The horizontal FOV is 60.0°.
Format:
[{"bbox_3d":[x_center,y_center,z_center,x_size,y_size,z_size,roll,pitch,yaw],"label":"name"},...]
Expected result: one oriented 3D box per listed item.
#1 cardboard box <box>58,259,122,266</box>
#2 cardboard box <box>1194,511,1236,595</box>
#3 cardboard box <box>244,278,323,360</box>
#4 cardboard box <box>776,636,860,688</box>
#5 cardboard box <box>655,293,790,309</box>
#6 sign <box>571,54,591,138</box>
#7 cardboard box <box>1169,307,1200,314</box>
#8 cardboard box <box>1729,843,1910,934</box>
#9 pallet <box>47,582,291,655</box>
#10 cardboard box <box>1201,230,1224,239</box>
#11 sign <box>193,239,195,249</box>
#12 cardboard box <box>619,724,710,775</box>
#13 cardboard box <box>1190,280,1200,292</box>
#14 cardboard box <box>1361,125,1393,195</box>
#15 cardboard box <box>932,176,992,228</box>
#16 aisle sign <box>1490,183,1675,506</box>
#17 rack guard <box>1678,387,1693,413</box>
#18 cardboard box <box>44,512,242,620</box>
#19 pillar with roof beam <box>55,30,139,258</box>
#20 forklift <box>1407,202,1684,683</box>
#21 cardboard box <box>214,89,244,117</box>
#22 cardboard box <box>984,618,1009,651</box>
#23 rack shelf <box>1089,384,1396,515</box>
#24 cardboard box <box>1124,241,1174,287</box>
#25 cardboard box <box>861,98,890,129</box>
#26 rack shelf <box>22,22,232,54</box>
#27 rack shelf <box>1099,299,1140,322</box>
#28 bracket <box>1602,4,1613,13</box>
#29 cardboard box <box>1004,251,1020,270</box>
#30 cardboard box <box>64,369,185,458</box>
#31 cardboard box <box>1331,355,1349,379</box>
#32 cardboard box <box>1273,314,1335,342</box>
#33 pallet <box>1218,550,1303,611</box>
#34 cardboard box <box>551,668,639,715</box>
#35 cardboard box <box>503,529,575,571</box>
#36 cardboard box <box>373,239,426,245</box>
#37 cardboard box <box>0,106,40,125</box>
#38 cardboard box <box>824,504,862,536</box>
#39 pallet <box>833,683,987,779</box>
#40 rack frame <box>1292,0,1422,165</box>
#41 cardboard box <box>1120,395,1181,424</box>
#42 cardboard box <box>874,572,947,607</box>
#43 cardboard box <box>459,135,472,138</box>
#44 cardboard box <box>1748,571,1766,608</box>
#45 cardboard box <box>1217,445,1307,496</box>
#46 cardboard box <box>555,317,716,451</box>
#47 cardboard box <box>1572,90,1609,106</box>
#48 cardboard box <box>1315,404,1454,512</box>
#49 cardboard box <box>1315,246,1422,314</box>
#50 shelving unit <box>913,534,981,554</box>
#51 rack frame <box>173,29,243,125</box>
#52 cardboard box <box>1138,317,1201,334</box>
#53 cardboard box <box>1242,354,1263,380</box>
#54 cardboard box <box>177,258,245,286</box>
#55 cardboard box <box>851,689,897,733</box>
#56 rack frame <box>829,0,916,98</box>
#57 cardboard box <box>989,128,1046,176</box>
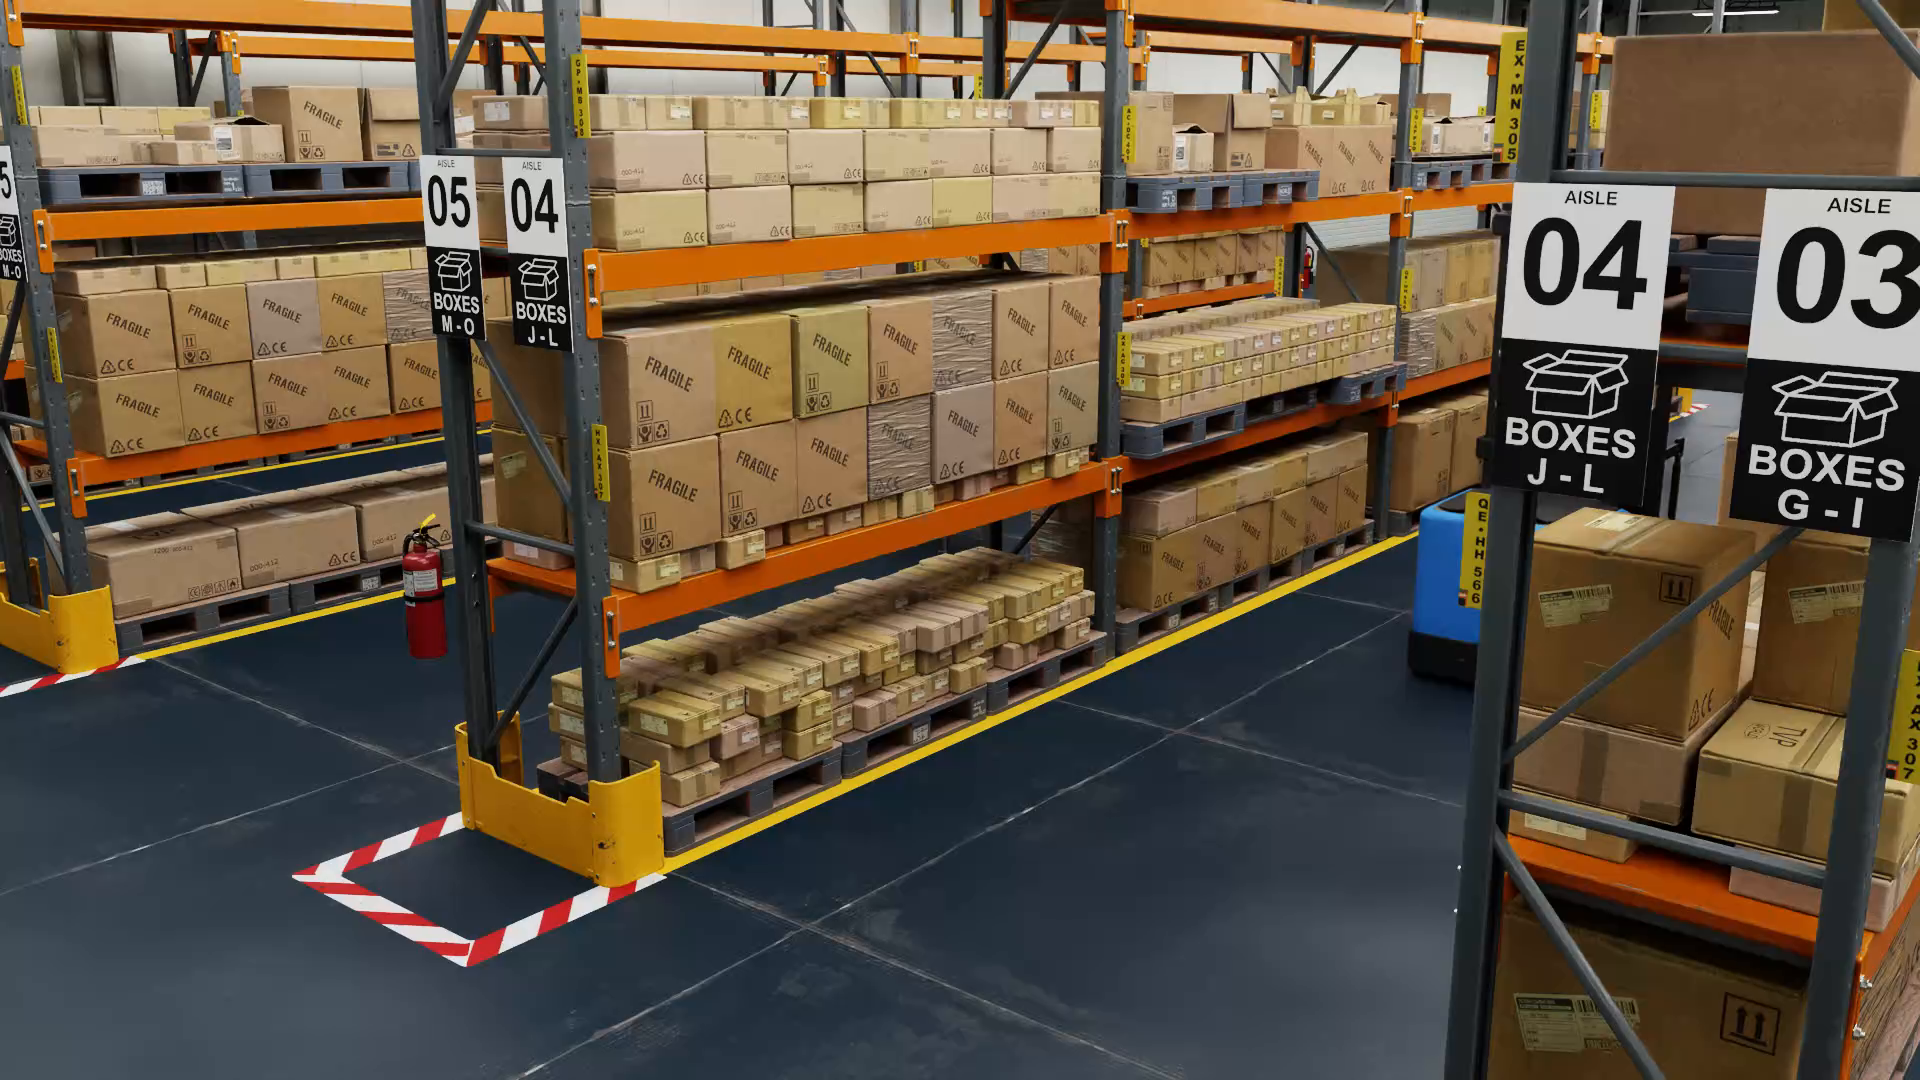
[{"bbox_3d":[-5.654,-1.738,10.823,0.380,0.149,0.250,12,18,39],"label":"cardboard box"},{"bbox_3d":[1.565,0.048,11.567,0.500,0.500,0.500,12,19,40],"label":"cardboard box"},{"bbox_3d":[-4.705,-1.520,11.279,0.500,0.500,0.500,11,18,37],"label":"cardboard box"},{"bbox_3d":[-0.747,0.638,8.748,0.380,0.149,0.250,12,19,40],"label":"cardboard box"},{"bbox_3d":[-1.219,-0.994,8.604,0.500,0.500,0.500,12,19,40],"label":"cardboard box"},{"bbox_3d":[-1.529,-1.786,6.693,0.100,0.325,0.005,11,18,38],"label":"sign"},{"bbox_3d":[2.705,-2.770,20.327,0.380,0.149,0.250,12,19,40],"label":"cardboard box"},{"bbox_3d":[2.323,0.899,4.500,0.380,0.149,0.250,12,18,38],"label":"cardboard box"},{"bbox_3d":[-5.423,0.447,11.433,1.003,0.211,1.213,11,18,38],"label":"pallet"},{"bbox_3d":[2.797,-3.951,20.247,0.700,0.500,0.500,11,18,36],"label":"cardboard box"},{"bbox_3d":[-7.648,-2.919,16.669,0.100,0.325,0.005,11,18,38],"label":"sign"},{"bbox_3d":[-1.422,0.981,8.002,0.380,0.149,0.250,12,19,40],"label":"cardboard box"},{"bbox_3d":[2.712,-3.136,20.385,0.380,0.149,0.250,11,18,37],"label":"cardboard box"},{"bbox_3d":[2.916,-2.878,12.564,0.500,0.500,0.500,11,18,38],"label":"cardboard box"},{"bbox_3d":[-0.177,-1.813,8.878,0.500,0.250,0.500,11,18,37],"label":"cardboard box"},{"bbox_3d":[1.565,-0.498,4.211,0.394,0.787,0.004,11,18,38],"label":"aisle sign"},{"bbox_3d":[8.120,-1.850,19.888,1.175,0.500,0.348,11,18,38],"label":"rack guard"},{"bbox_3d":[-5.528,0.157,11.262,0.875,0.438,0.875,11,18,36],"label":"cardboard box"},{"bbox_3d":[-5.004,-4.520,13.139,9.100,9.000,0.400,11,18,38],"label":"pillar with roof beam"},{"bbox_3d":[4.066,-0.778,10.732,1.130,2.935,3.031,11,18,37],"label":"forklift"},{"bbox_3d":[-7.075,-4.271,16.258,0.396,0.266,0.258,11,18,37],"label":"cardboard box"},{"bbox_3d":[0.063,0.526,9.794,0.380,0.149,0.250,11,18,38],"label":"cardboard box"},{"bbox_3d":[1.820,-0.793,12.112,1.077,0.370,4.000,11,18,38],"label":"rack shelf"},{"bbox_3d":[2.171,-3.271,19.599,0.500,0.500,0.500,11,18,37],"label":"cardboard box"},{"bbox_3d":[-0.571,-2.129,8.297,0.380,0.149,0.250,12,19,39],"label":"cardboard box"},{"bbox_3d":[-8.471,-4.447,14.318,1.077,0.370,4.000,11,18,38],"label":"rack shelf"},{"bbox_3d":[0.420,-2.305,18.067,1.077,0.370,4.000,11,18,38],"label":"rack shelf"},{"bbox_3d":[18.060,-14.840,46.451,0.235,0.232,0.430,11,18,38],"label":"bracket"},{"bbox_3d":[0.277,-2.921,17.370,0.500,0.500,0.500,12,18,38],"label":"cardboard box"},{"bbox_3d":[-5.340,-0.835,10.614,0.500,0.500,0.500,11,18,37],"label":"cardboard box"},{"bbox_3d":[2.646,-1.297,12.293,0.380,0.149,0.250,11,18,37],"label":"cardboard box"},{"bbox_3d":[2.480,-1.535,12.021,0.380,0.149,0.250,11,18,38],"label":"cardboard box"},{"bbox_3d":[1.818,0.209,12.371,1.003,0.211,1.213,11,18,38],"label":"pallet"},{"bbox_3d":[-1.815,0.757,8.280,0.380,0.149,0.250,12,18,38],"label":"cardboard box"},{"bbox_3d":[-1.966,0.023,7.949,0.380,0.149,0.250,11,18,38],"label":"cardboard box"},{"bbox_3d":[-4.231,-2.187,12.588,0.380,0.149,0.250,11,18,37],"label":"cardboard box"},{"bbox_3d":[-8.302,-3.612,14.342,0.500,0.250,0.500,12,18,39],"label":"cardboard box"},{"bbox_3d":[-0.731,-0.142,8.600,0.380,0.149,0.250,11,18,36],"label":"cardboard box"},{"bbox_3d":[-0.598,0.962,9.408,1.003,0.211,1.213,11,18,38],"label":"pallet"},{"bbox_3d":[3.077,-4.432,12.793,1.000,3.000,0.127,11,18,38],"label":"rack frame"},{"bbox_3d":[1.168,-0.844,10.512,0.380,0.149,0.250,10,17,35],"label":"cardboard box"},{"bbox_3d":[-0.301,0.319,10.006,0.380,0.149,0.250,11,18,36],"label":"cardboard box"},{"bbox_3d":[-3.503,-2.974,12.362,0.396,0.266,0.258,12,19,39],"label":"cardboard box"},{"bbox_3d":[2.905,0.294,6.073,0.500,0.250,0.500,11,18,38],"label":"cardboard box"},{"bbox_3d":[2.211,-0.515,12.259,0.500,0.250,0.500,12,18,39],"label":"cardboard box"},{"bbox_3d":[-1.462,-0.714,7.505,0.500,0.500,0.500,11,18,37],"label":"cardboard box"},{"bbox_3d":[6.084,-4.278,16.113,0.380,0.149,0.250,11,18,38],"label":"cardboard box"},{"bbox_3d":[3.530,-0.740,14.161,1.050,0.750,0.750,11,18,37],"label":"cardboard box"},{"bbox_3d":[3.367,-2.142,13.728,0.700,0.500,0.500,11,18,37],"label":"cardboard box"},{"bbox_3d":[-0.104,-0.986,13.240,0.431,2.100,0.503,11,18,38],"label":"shelving unit"},{"bbox_3d":[-7.214,-5.180,15.737,1.000,3.000,0.127,11,18,38],"label":"rack frame"},{"bbox_3d":[1.483,-1.485,11.825,0.380,0.149,0.250,10,18,35],"label":"cardboard box"},{"bbox_3d":[1.822,-1.190,11.268,0.380,0.149,0.250,12,19,40],"label":"cardboard box"},{"bbox_3d":[-4.913,-1.758,10.900,0.380,0.149,0.250,11,18,36],"label":"cardboard box"},{"bbox_3d":[-0.565,0.894,8.949,0.380,0.149,0.250,10,17,35],"label":"cardboard box"},{"bbox_3d":[-0.837,-5.179,15.732,1.000,3.000,0.127,11,18,38],"label":"rack frame"},{"bbox_3d":[0.135,-2.156,9.215,0.500,0.250,0.500,10,18,35],"label":"cardboard box"}]
